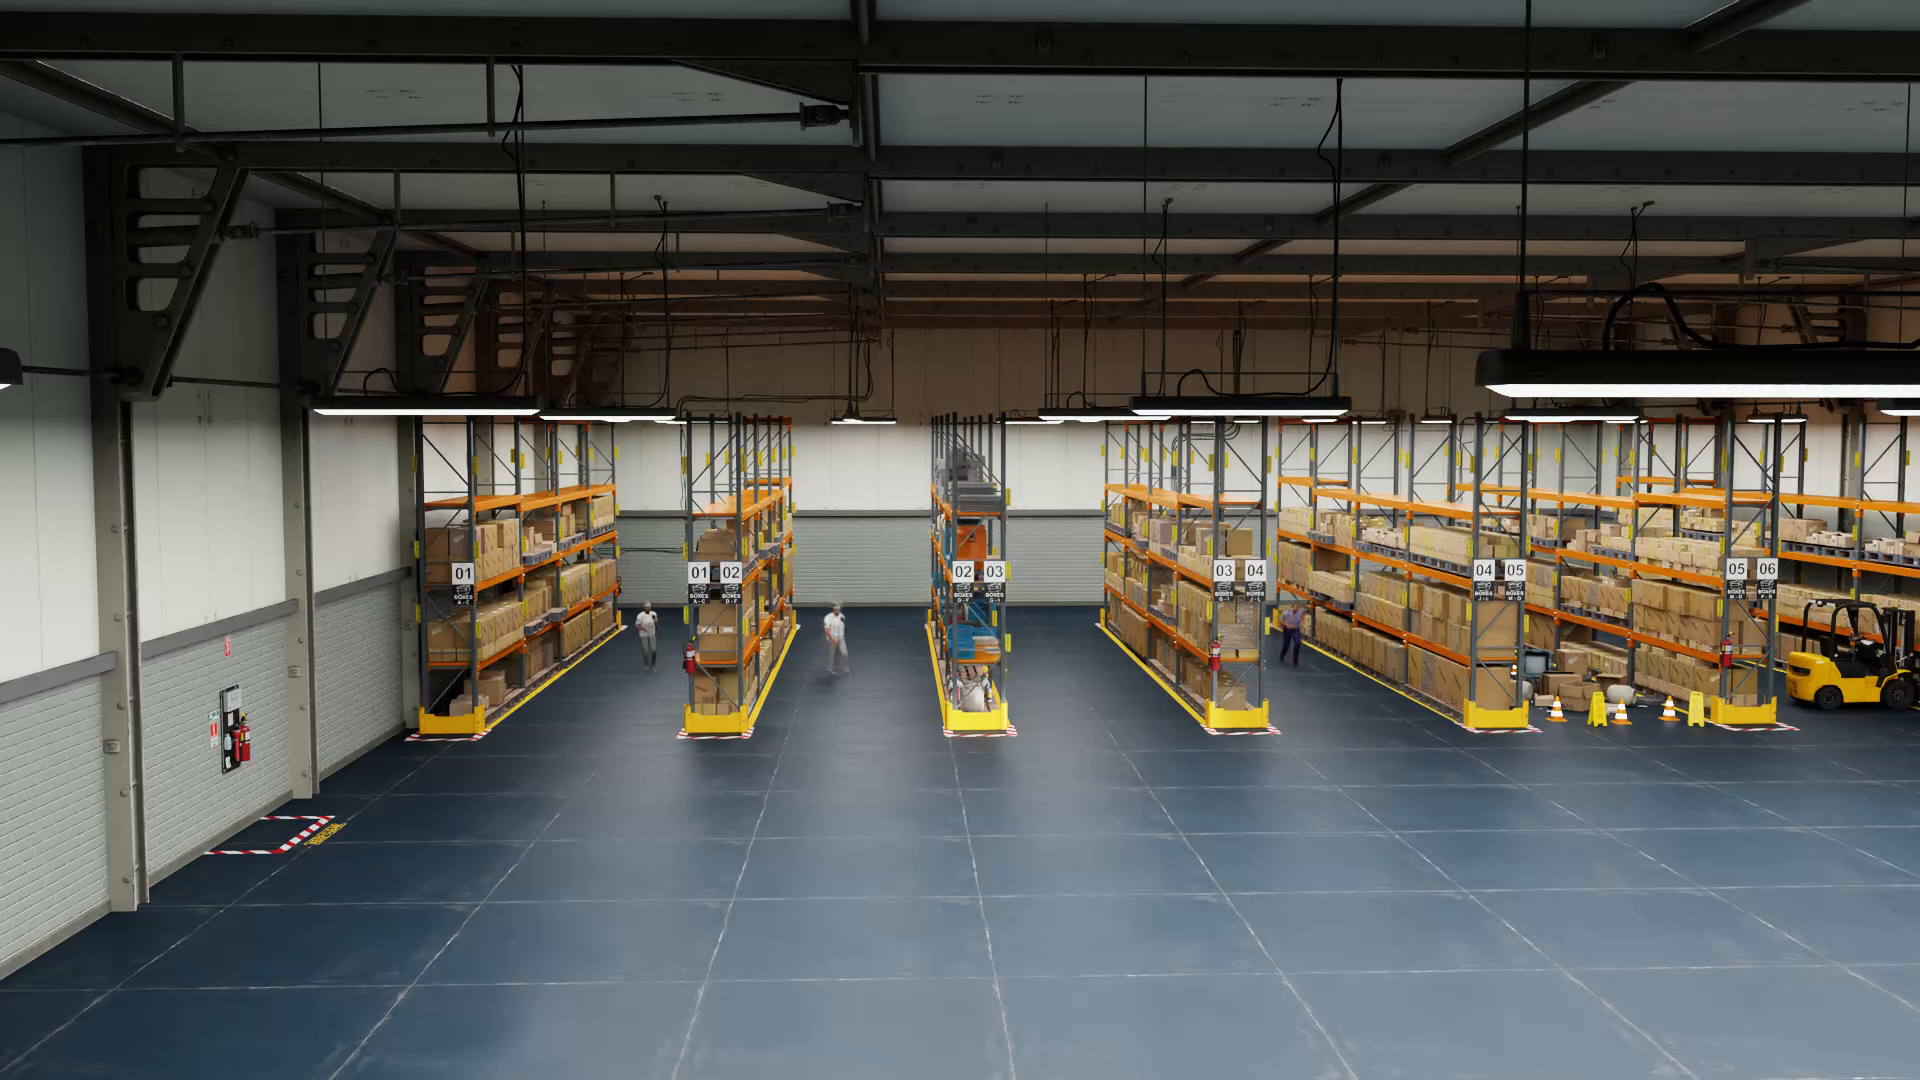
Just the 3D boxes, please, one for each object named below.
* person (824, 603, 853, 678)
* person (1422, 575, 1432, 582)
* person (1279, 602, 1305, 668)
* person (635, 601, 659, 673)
[{"bbox_3d":[-2.853,2.312,38.080,0.614,1.780,0.833,-2,4,-27],"label":"person"},{"bbox_3d":[14.016,1.552,49.707,0.725,1.567,0.540,0,4,-4],"label":"person"},{"bbox_3d":[7.952,2.253,39.989,0.655,1.615,0.948,-1,4,-11],"label":"person"},{"bbox_3d":[-7.268,2.261,38.660,0.546,1.718,0.720,-1,4,-13],"label":"person"}]
